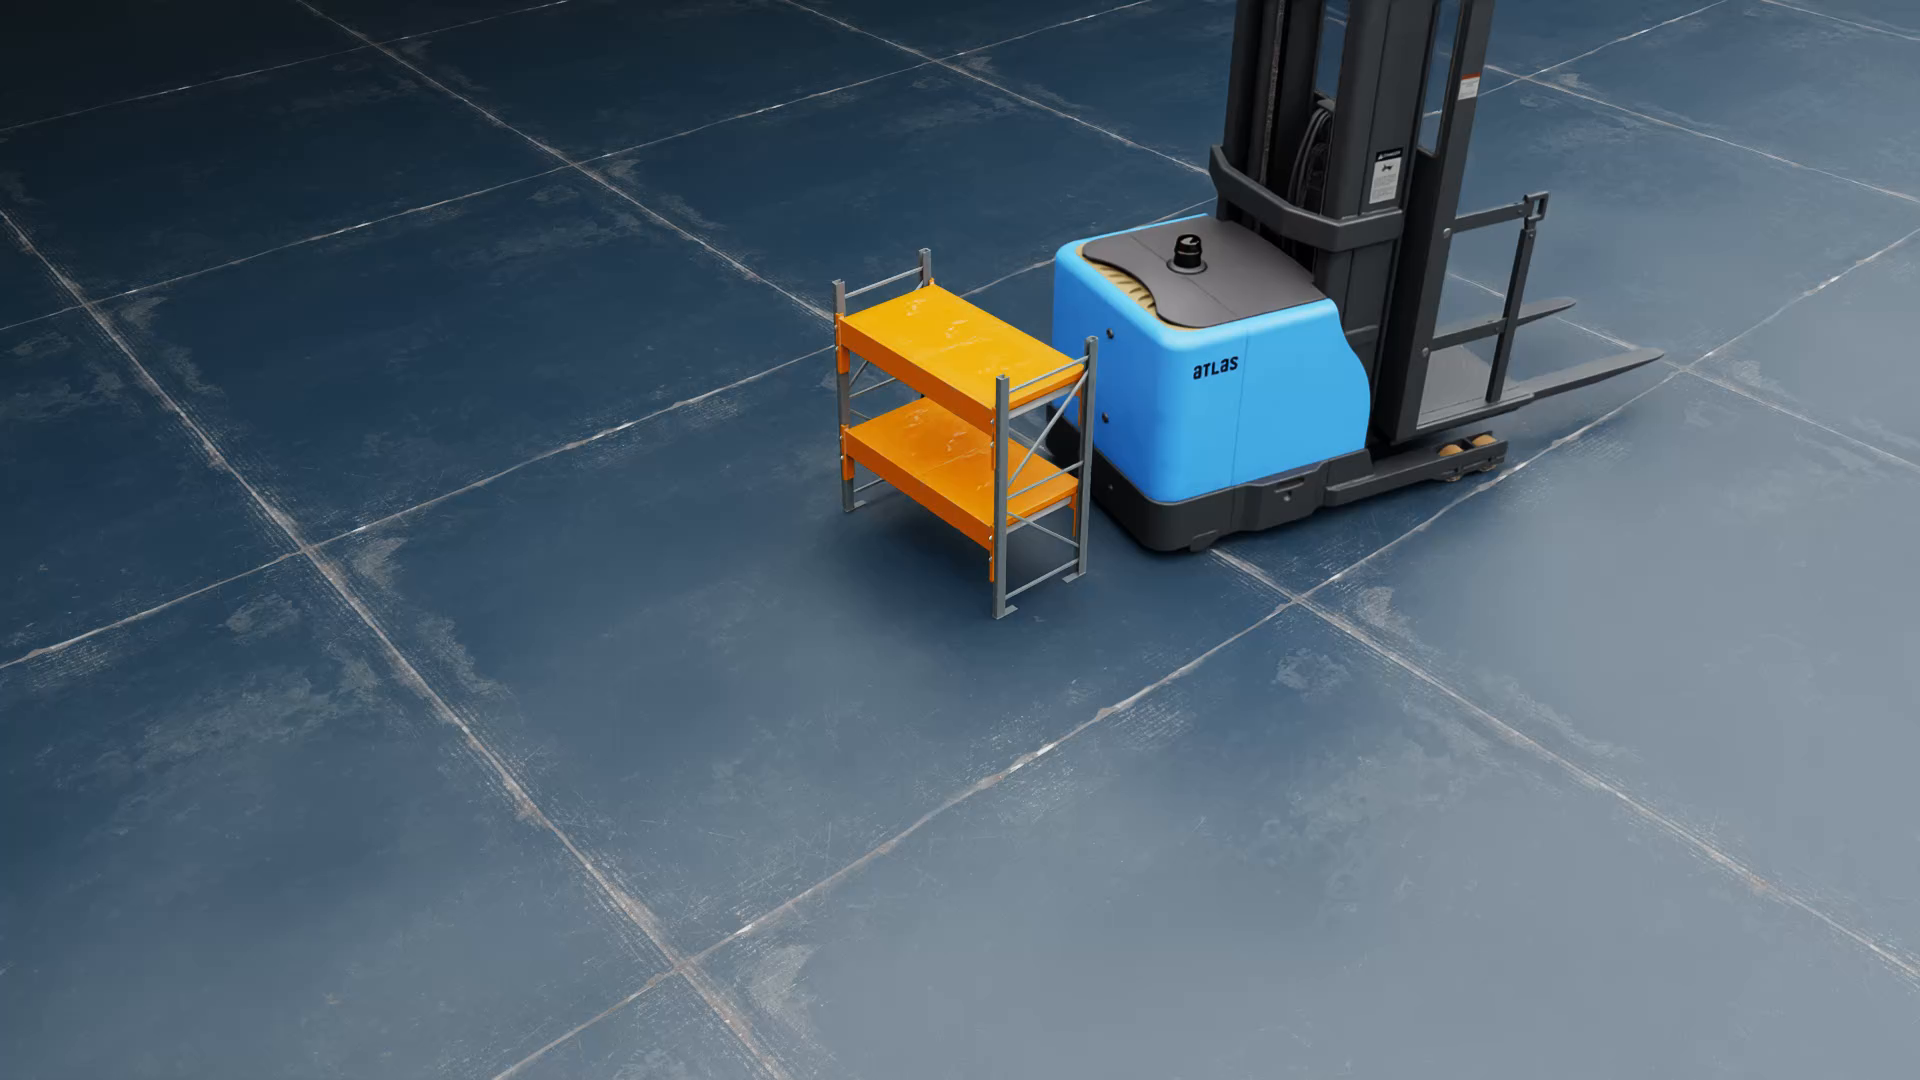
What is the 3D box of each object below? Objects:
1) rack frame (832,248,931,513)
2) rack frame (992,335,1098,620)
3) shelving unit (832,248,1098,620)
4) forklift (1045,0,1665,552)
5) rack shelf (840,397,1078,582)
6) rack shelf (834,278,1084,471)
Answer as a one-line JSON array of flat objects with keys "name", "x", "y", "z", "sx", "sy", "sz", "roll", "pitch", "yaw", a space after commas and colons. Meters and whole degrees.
[{"name": "rack frame", "x": -0.324, "y": -0.680, "z": 7.238, "sx": 0.500, "sy": 1.125, "sz": 0.032, "roll": -26, "pitch": 43, "yaw": -32}, {"name": "rack frame", "x": 0.332, "y": -0.232, "z": 6.604, "sx": 0.500, "sy": 1.125, "sz": 0.032, "roll": -26, "pitch": 43, "yaw": -32}, {"name": "shelving unit", "x": 0.004, "y": -0.456, "z": 6.921, "sx": 0.538, "sy": 1.125, "sz": 1.048, "roll": -26, "pitch": 43, "yaw": -32}, {"name": "forklift", "x": 1.954, "y": -1.723, "z": 7.146, "sx": 3.031, "sy": 2.935, "sz": 1.130, "roll": -16, "pitch": 38, "yaw": -21}, {"name": "rack shelf", "x": 0.004, "y": -0.257, "z": 7.062, "sx": 0.538, "sy": 0.278, "sz": 1.000, "roll": -26, "pitch": 43, "yaw": -32}, {"name": "rack shelf", "x": 0.004, "y": -0.695, "z": 6.752, "sx": 0.538, "sy": 0.278, "sz": 1.000, "roll": -26, "pitch": 43, "yaw": -32}]
